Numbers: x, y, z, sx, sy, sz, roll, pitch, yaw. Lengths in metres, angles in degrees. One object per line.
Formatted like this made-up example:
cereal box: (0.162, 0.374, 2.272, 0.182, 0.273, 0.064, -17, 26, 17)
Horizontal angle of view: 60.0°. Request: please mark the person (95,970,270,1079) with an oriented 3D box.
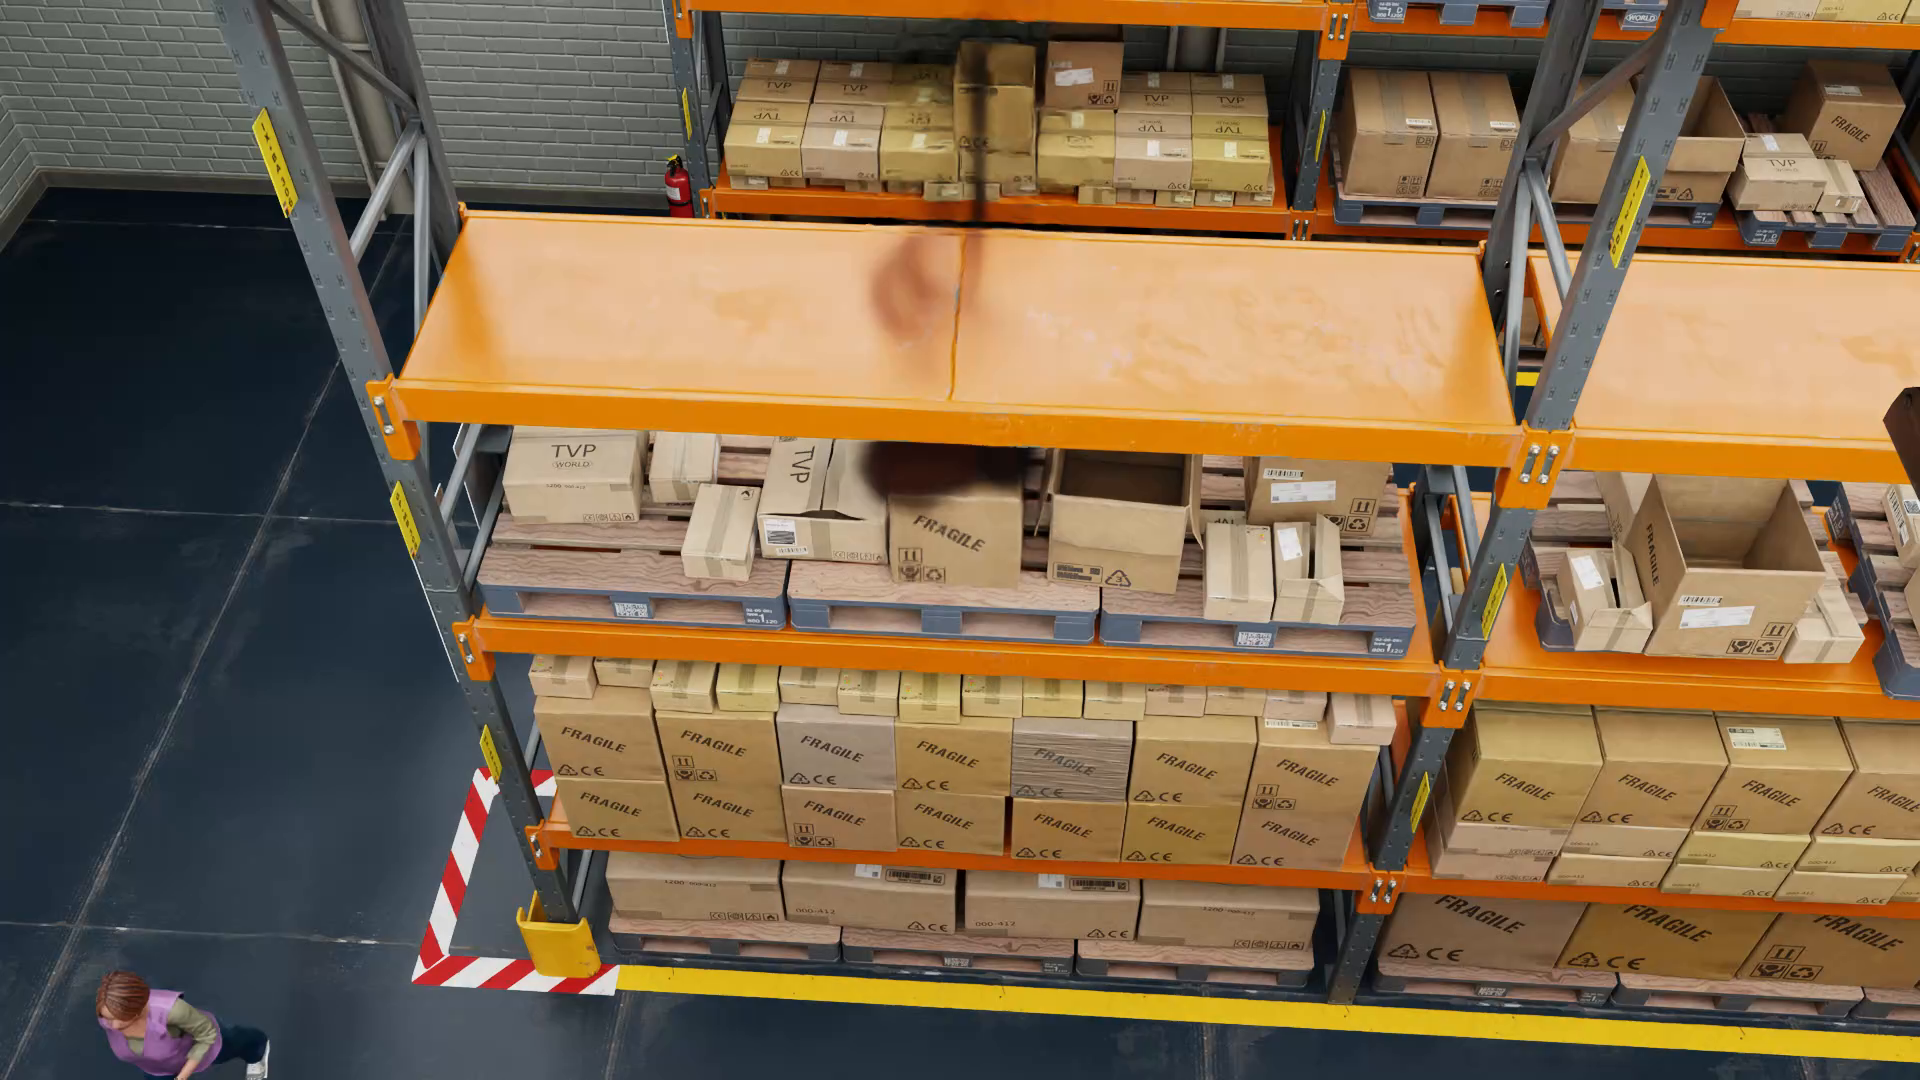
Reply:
person: (-3.400, 2.262, 7.309, 0.471, 1.661, 0.798, -6, 48, -5)
